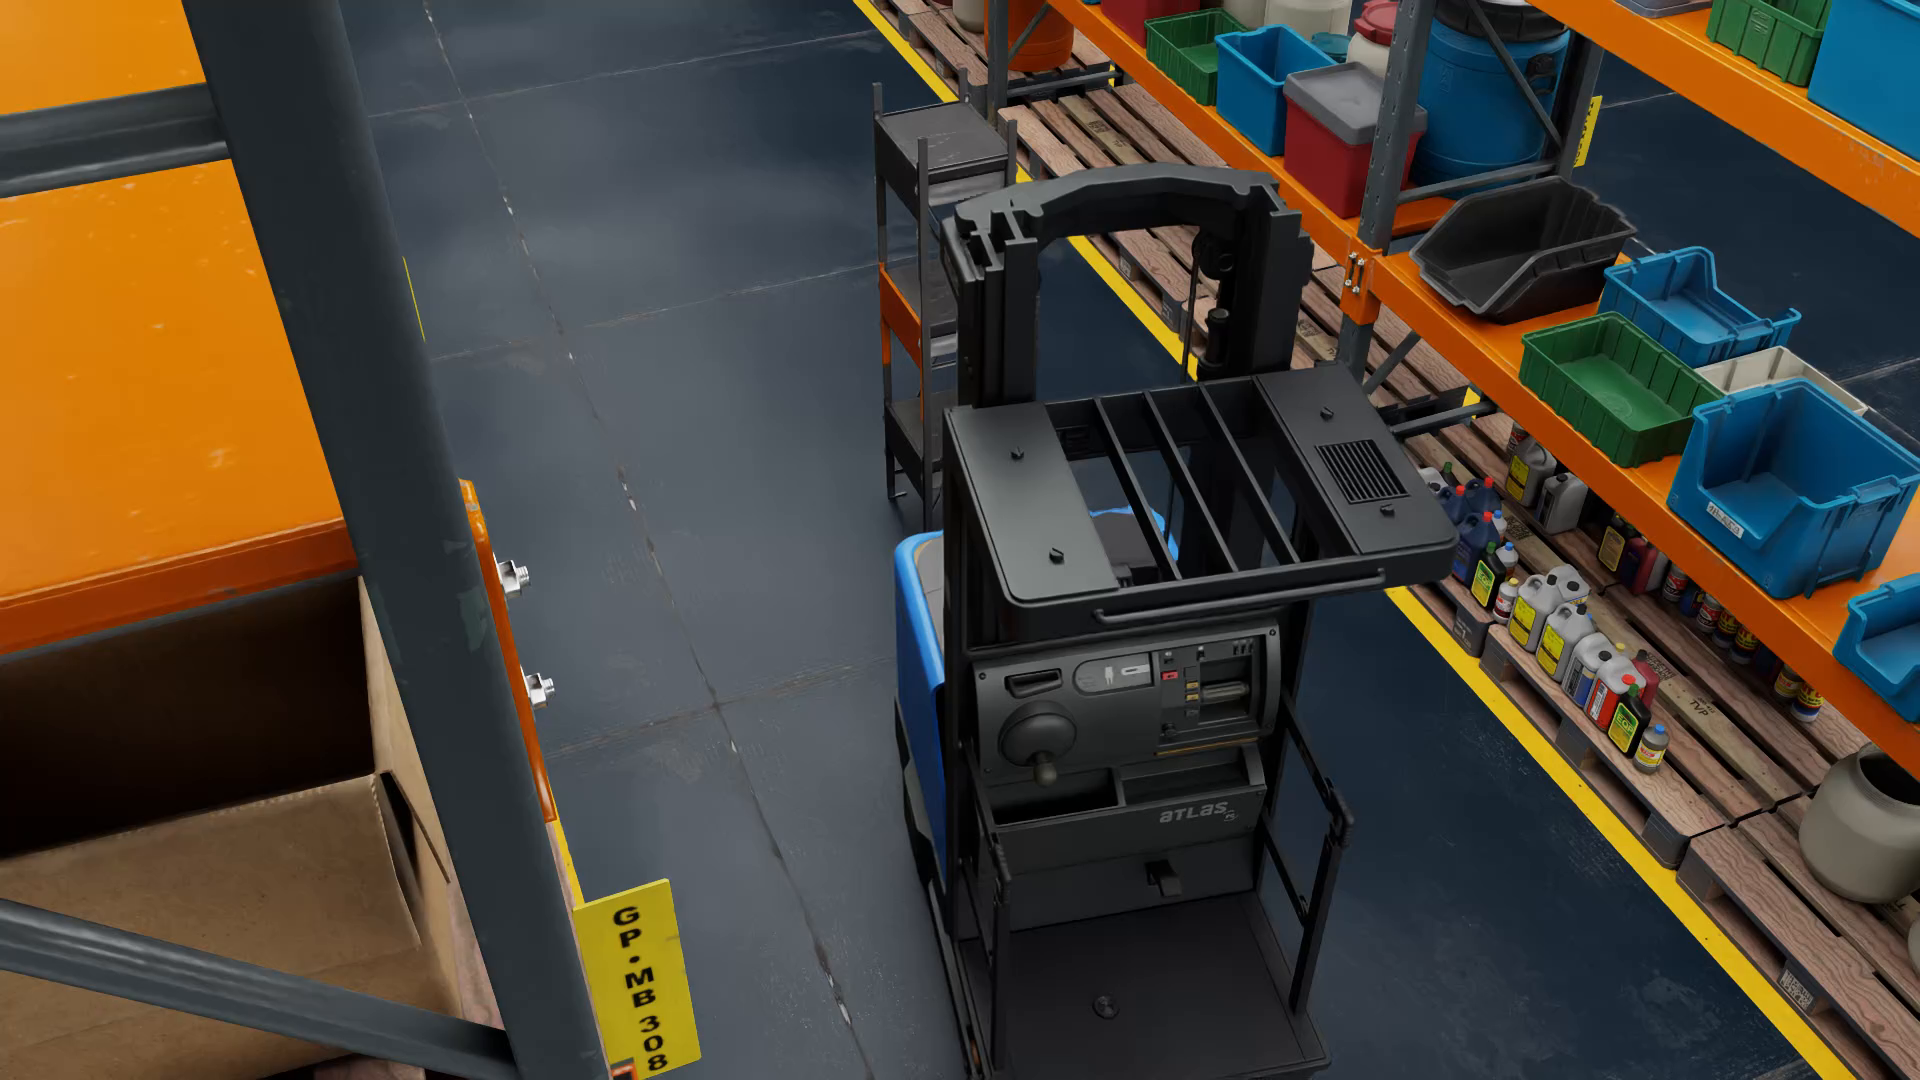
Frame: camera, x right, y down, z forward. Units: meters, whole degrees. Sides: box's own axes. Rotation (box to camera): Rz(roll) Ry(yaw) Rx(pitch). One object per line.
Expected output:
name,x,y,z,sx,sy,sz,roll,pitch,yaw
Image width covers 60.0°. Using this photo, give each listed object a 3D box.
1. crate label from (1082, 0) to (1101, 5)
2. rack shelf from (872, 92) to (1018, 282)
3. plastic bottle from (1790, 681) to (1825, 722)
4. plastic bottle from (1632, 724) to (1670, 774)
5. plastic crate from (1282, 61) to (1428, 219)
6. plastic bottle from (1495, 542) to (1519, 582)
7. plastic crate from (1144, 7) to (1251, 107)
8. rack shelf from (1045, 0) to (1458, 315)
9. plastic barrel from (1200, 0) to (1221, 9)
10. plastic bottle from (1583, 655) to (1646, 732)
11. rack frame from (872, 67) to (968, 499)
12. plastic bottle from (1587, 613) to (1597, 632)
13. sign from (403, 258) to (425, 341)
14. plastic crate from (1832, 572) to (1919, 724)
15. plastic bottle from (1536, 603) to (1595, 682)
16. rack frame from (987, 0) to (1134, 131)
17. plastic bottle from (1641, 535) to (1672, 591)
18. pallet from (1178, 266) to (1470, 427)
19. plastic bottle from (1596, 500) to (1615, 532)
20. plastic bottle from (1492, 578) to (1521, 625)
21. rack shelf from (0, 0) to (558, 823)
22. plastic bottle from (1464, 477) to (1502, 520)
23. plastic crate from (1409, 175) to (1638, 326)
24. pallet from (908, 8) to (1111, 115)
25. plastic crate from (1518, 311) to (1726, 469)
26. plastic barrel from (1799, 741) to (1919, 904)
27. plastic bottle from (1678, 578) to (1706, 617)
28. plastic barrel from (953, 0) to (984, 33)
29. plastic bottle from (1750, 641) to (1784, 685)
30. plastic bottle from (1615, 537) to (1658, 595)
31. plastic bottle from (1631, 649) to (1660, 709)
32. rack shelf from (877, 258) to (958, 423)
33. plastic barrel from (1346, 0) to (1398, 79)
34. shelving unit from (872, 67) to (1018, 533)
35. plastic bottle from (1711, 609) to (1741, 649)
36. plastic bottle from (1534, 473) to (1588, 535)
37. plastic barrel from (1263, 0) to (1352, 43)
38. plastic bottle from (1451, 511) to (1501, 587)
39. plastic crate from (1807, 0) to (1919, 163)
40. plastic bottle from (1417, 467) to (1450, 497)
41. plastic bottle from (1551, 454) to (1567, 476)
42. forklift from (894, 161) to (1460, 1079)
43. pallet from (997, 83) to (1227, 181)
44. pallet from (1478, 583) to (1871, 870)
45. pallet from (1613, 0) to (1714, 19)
crate label,0.790,-3.287,9.163,0.502,0.435,0.616,-15,43,-17
rack shelf,-0.063,-1.416,6.652,0.431,0.518,0.480,-15,43,-17
plastic bottle,3.315,0.578,6.451,0.097,0.271,0.097,0,41,0
plastic bottle,2.613,0.777,6.273,0.097,0.201,0.097,0,41,0
plastic crate,1.723,-1.769,7.376,0.402,0.464,0.583,-15,43,-17
plastic bottle,2.279,0.121,6.983,0.097,0.271,0.097,0,41,0
plastic crate,1.263,-2.428,8.354,0.450,0.188,0.662,-15,43,-17
rack shelf,1.425,-2.462,8.783,1.077,0.370,4.000,-15,43,-17
plastic barrel,1.412,-3.162,8.959,0.421,0.512,0.421,0,41,0
plastic bottle,2.542,0.590,6.433,0.152,0.276,0.135,-15,43,-17
rack frame,-0.157,-1.043,7.271,0.400,2.100,0.015,-15,43,-17
plastic bottle,2.517,0.380,6.735,0.097,0.201,0.097,0,41,0
sign,-1.875,-0.794,5.567,0.100,0.325,0.005,-15,43,-17
plastic crate,3.010,0.317,5.114,0.499,0.251,0.408,-15,43,-17
plastic bottle,2.422,0.379,6.621,0.144,0.351,0.185,-13,42,-15
rack frame,0.660,-3.939,9.949,1.000,3.000,0.127,-15,43,-17
plastic bottle,2.959,0.061,7.048,0.152,0.276,0.135,-14,43,-16
pallet,1.854,-0.936,8.595,1.003,0.211,1.213,-15,43,-17
plastic bottle,2.878,-0.147,7.285,0.061,0.283,0.133,-12,42,-14
plastic bottle,2.275,0.244,6.893,0.097,0.201,0.097,0,41,0
rack shelf,-1.622,-0.942,2.720,1.077,0.370,4.000,-15,43,-17
plastic bottle,2.249,-0.138,7.223,0.144,0.351,0.185,-15,43,-17
plastic crate,2.273,-1.159,6.764,0.767,0.338,0.504,-15,43,-17
pallet,0.320,-3.347,11.398,1.003,0.211,1.213,-15,43,-17
plastic crate,2.449,-0.561,6.183,0.450,0.188,0.662,-15,43,-17
plastic barrel,3.207,0.985,5.809,0.421,0.512,0.421,0,41,0
plastic bottle,3.068,0.189,6.904,0.097,0.271,0.097,0,41,0
plastic barrel,0.159,-3.764,11.331,0.421,0.512,0.421,0,41,0
plastic bottle,3.246,0.432,6.611,0.061,0.283,0.133,-14,43,-16
plastic bottle,2.861,0.085,7.015,0.061,0.283,0.133,-15,43,-17
plastic bottle,2.640,0.560,6.462,0.061,0.283,0.133,-15,43,-17
rack shelf,-0.063,-0.886,7.109,0.431,0.518,0.480,-15,43,-17
plastic barrel,2.027,-2.212,7.836,0.433,0.535,0.433,0,41,0
shelving unit,-0.063,-0.896,7.100,0.431,2.100,0.503,-15,43,-17
plastic bottle,3.146,0.311,6.762,0.097,0.271,0.097,0,41,0
plastic bottle,2.649,-0.180,7.329,0.152,0.276,0.135,-15,43,-17
plastic barrel,1.746,-2.654,8.350,0.433,0.535,0.433,0,41,0
plastic bottle,2.188,0.011,7.049,0.144,0.351,0.185,-17,43,-19
plastic crate,2.713,-1.325,4.621,0.392,0.384,0.575,-15,43,-17
plastic bottle,2.057,-0.175,7.323,0.152,0.276,0.135,-14,43,-15
plastic bottle,2.703,-0.376,7.500,0.144,0.351,0.185,-16,43,-18
forklift,0.547,0.565,4.764,1.130,2.935,3.031,-8,41,-9
pallet,0.921,-2.406,10.304,1.003,0.211,1.213,-15,43,-17
pallet,2.880,0.679,6.718,1.003,0.211,1.213,-15,43,-17
pallet,2.557,-2.185,5.753,1.213,0.211,1.003,-15,43,-17
